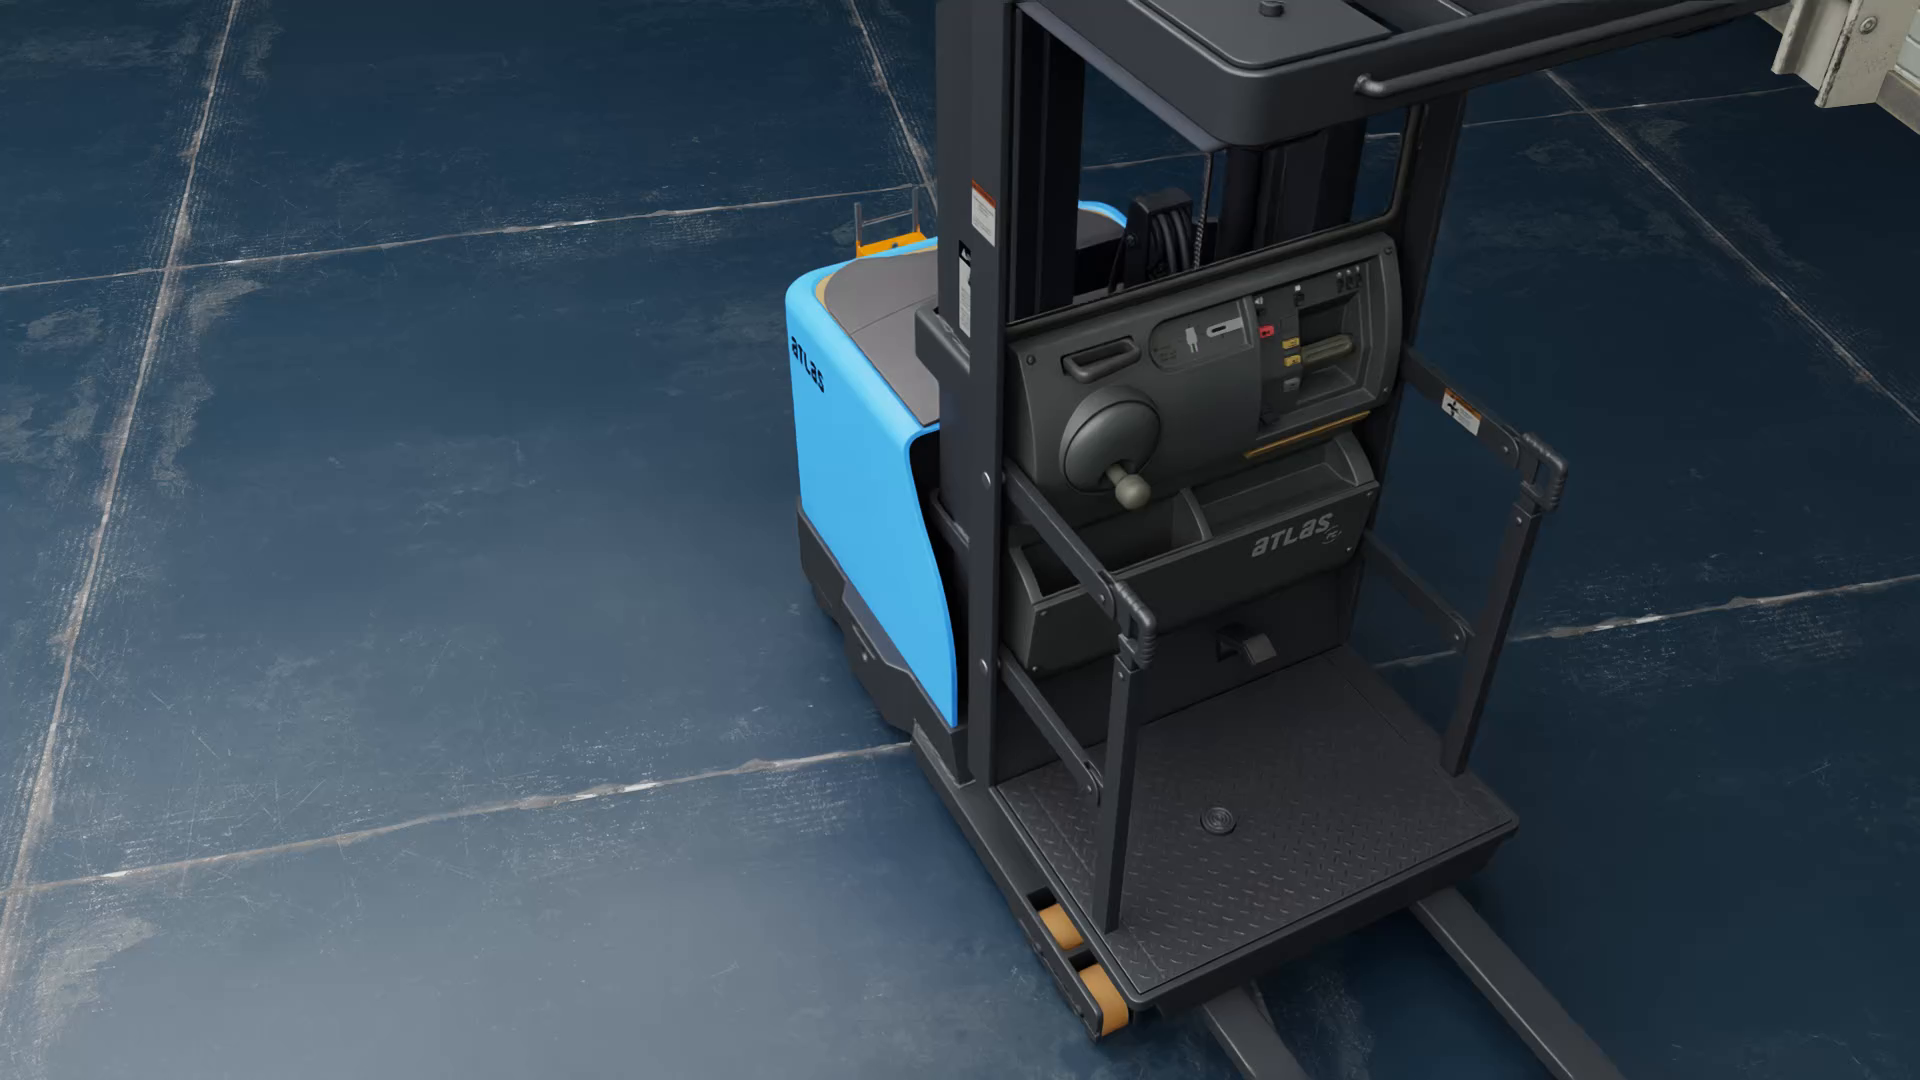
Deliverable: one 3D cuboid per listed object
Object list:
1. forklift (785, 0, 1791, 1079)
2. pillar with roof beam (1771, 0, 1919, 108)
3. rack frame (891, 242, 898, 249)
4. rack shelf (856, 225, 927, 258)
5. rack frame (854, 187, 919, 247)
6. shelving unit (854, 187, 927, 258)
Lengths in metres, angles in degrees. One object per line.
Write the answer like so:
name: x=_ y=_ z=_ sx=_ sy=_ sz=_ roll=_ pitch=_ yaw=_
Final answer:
forklift: x=0.641 y=-0.272 z=3.349 sx=1.130 sy=2.935 sz=3.031 roll=-19 pitch=45 yaw=-20
pillar with roof beam: x=-0.254 y=-4.826 z=3.908 sx=9.100 sy=9.000 sz=0.400 roll=-8 pitch=42 yaw=-9
rack frame: x=-0.099 y=-0.455 z=4.971 sx=0.200 sy=1.050 sz=0.008 roll=-19 pitch=45 yaw=-20
rack shelf: x=-0.155 y=-0.731 z=4.871 sx=0.215 sy=0.259 sz=0.240 roll=-19 pitch=45 yaw=-20
rack frame: x=-0.211 y=-0.599 z=5.133 sx=0.200 sy=1.050 sz=0.008 roll=-19 pitch=45 yaw=-20
shelving unit: x=-0.155 y=-0.527 z=5.052 sx=0.215 sy=1.050 sz=0.252 roll=-19 pitch=45 yaw=-20
